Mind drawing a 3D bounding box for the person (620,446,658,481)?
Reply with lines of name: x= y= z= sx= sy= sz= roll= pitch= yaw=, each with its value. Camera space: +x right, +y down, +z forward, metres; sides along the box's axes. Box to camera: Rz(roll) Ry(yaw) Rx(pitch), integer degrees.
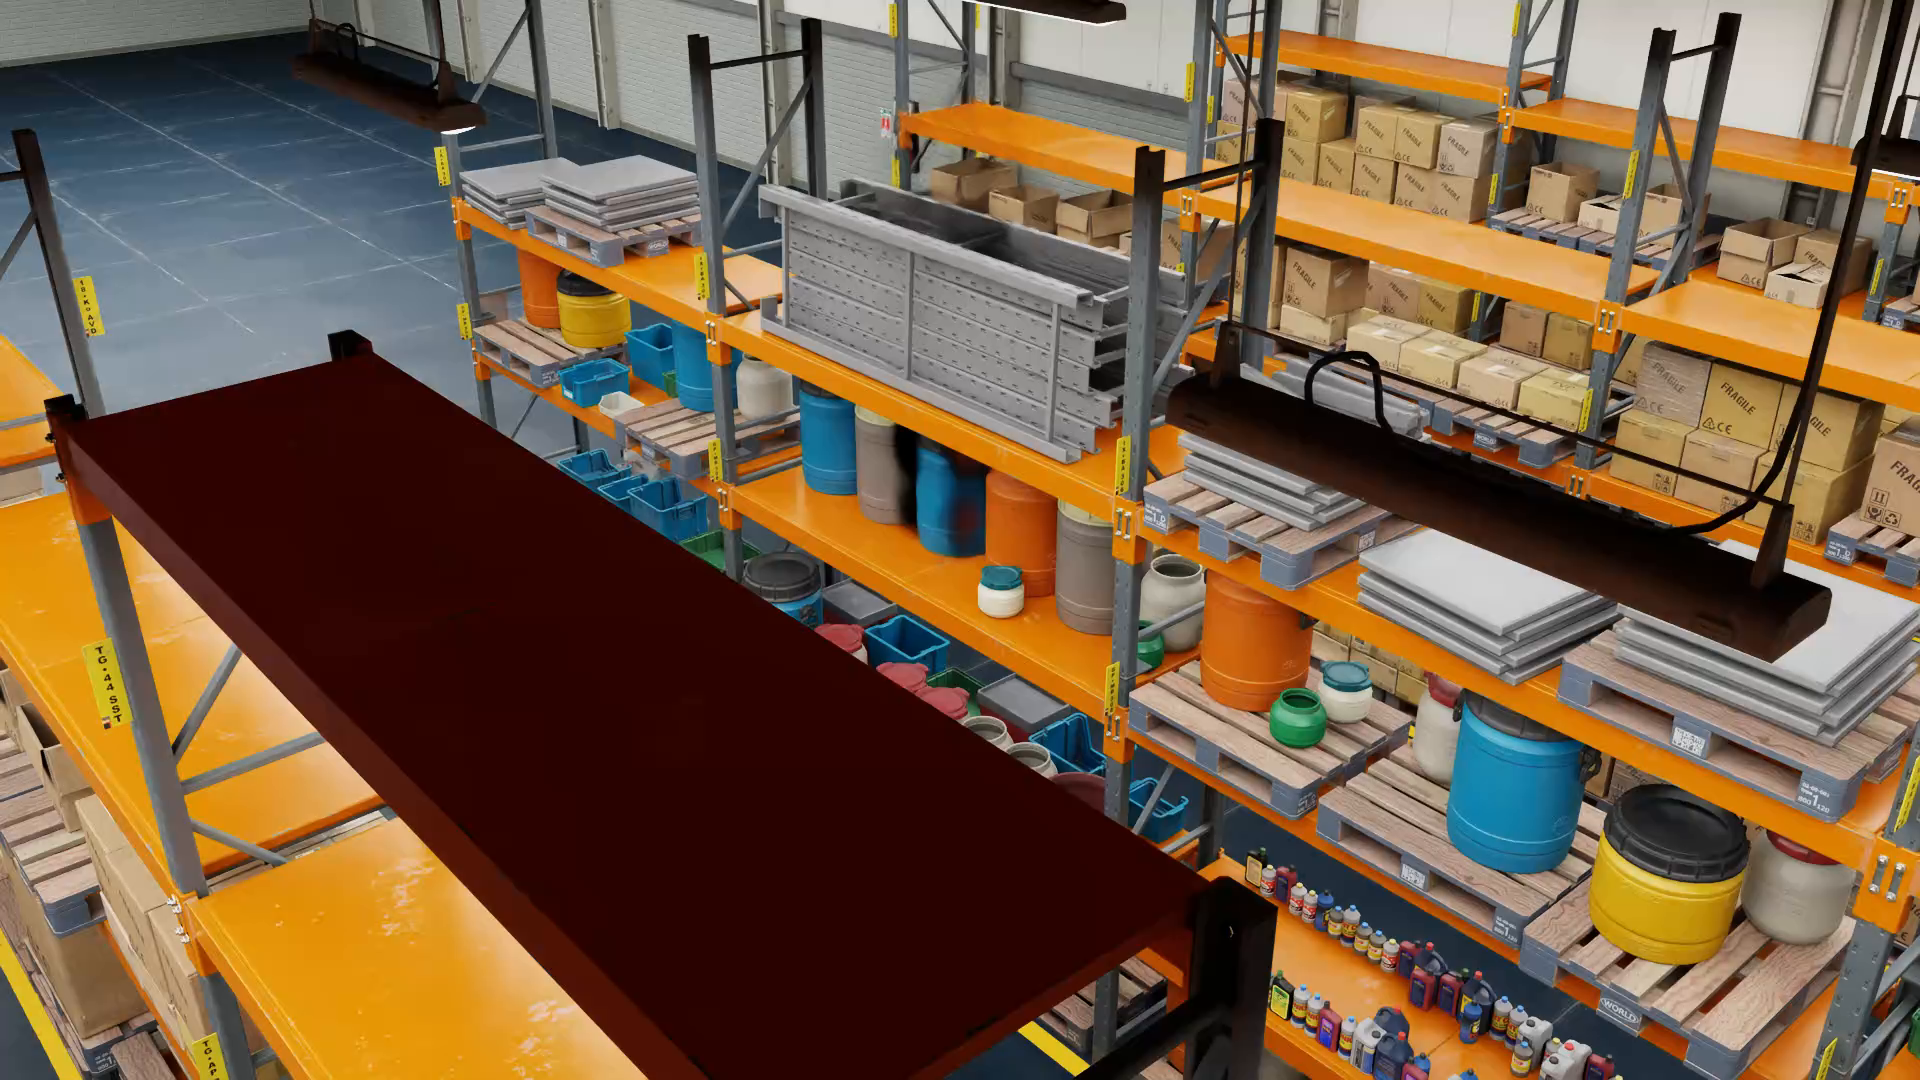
person: x=-3.247 y=-0.548 z=17.132 sx=0.358 sy=1.359 sz=0.574 roll=7 pitch=28 yaw=14
